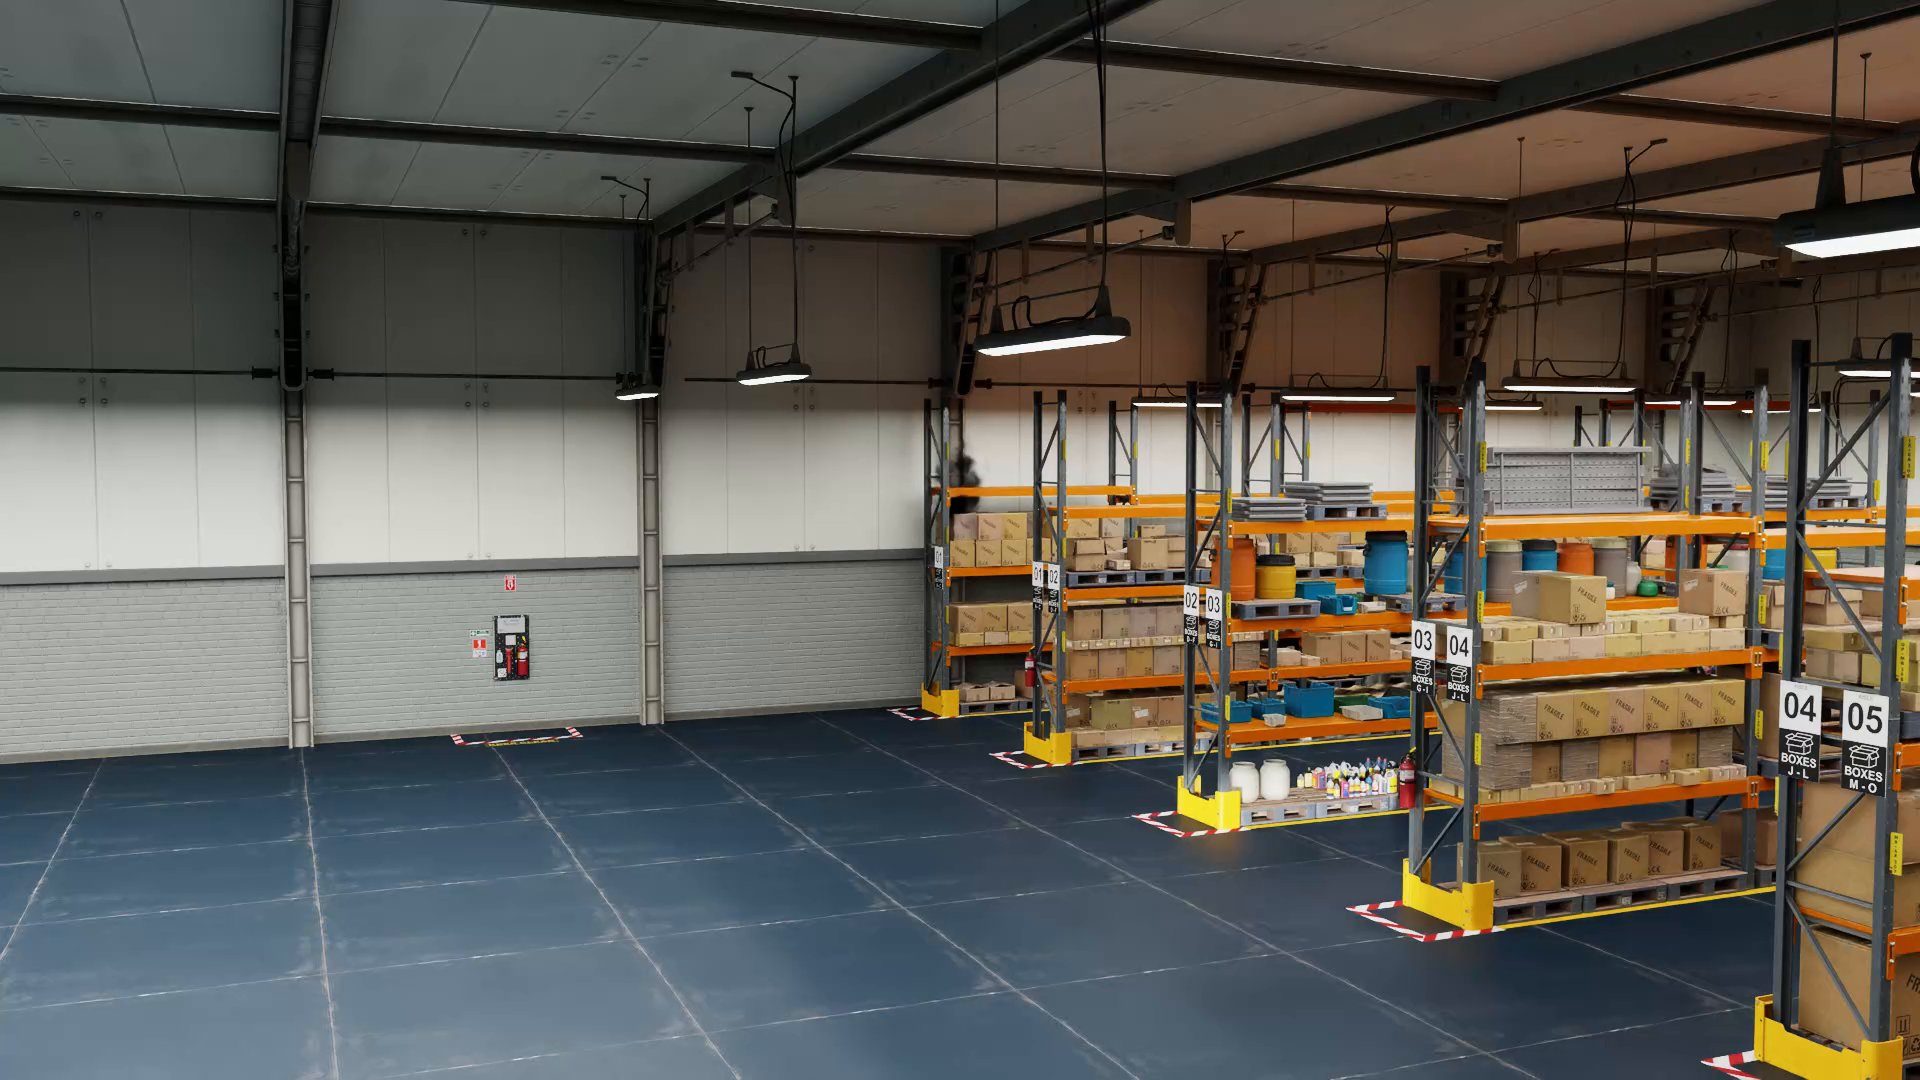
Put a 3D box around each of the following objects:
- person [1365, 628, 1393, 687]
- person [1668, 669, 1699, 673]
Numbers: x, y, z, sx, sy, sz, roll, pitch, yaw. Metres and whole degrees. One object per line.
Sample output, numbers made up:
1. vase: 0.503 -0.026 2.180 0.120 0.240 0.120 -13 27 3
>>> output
1. person: 8.004 2.486 31.797 0.588 1.616 0.592 -2 4 -28
2. person: 12.787 2.561 29.434 0.732 1.737 0.669 -2 4 -34
